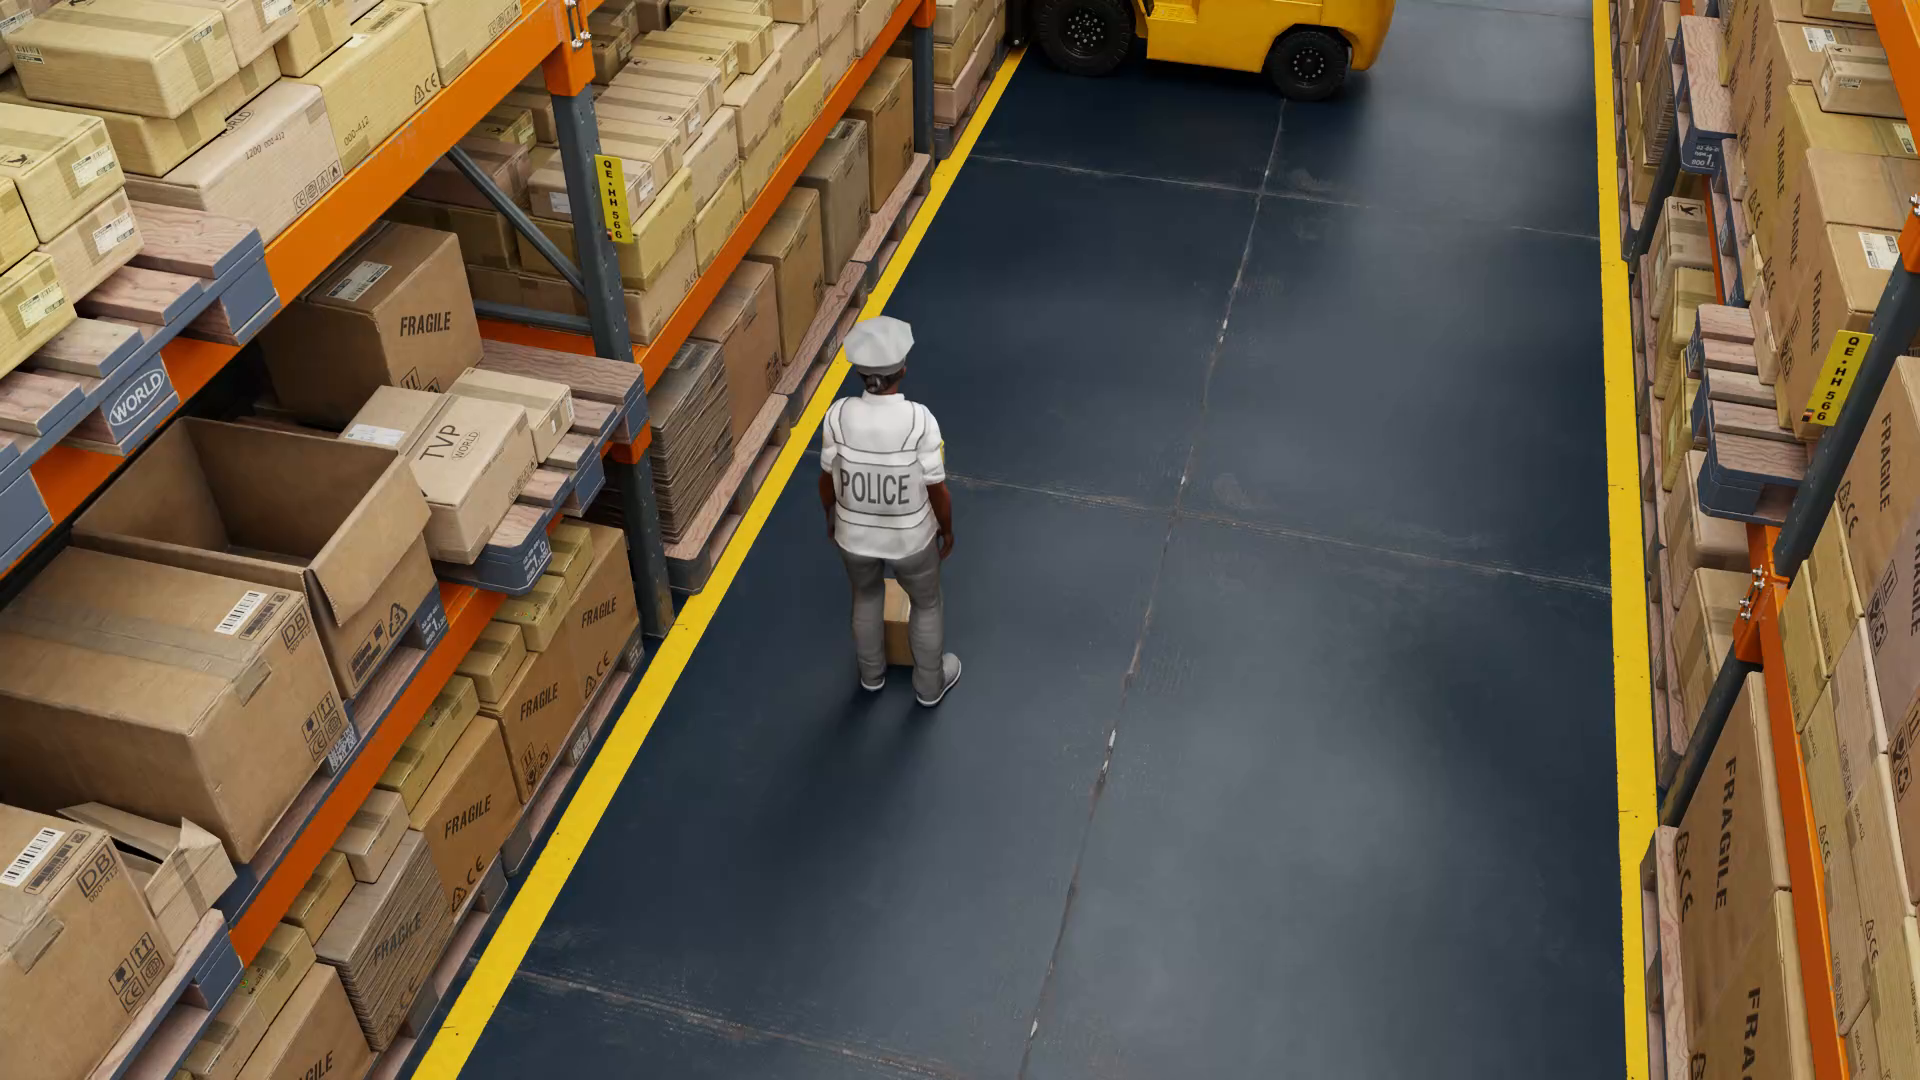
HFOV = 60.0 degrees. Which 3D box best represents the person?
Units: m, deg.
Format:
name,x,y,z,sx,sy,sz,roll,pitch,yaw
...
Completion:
name,x,y,z,sx,sy,sz,roll,pitch,yaw
person,-0.261,-0.049,6.214,0.507,1.660,0.413,7,42,8
